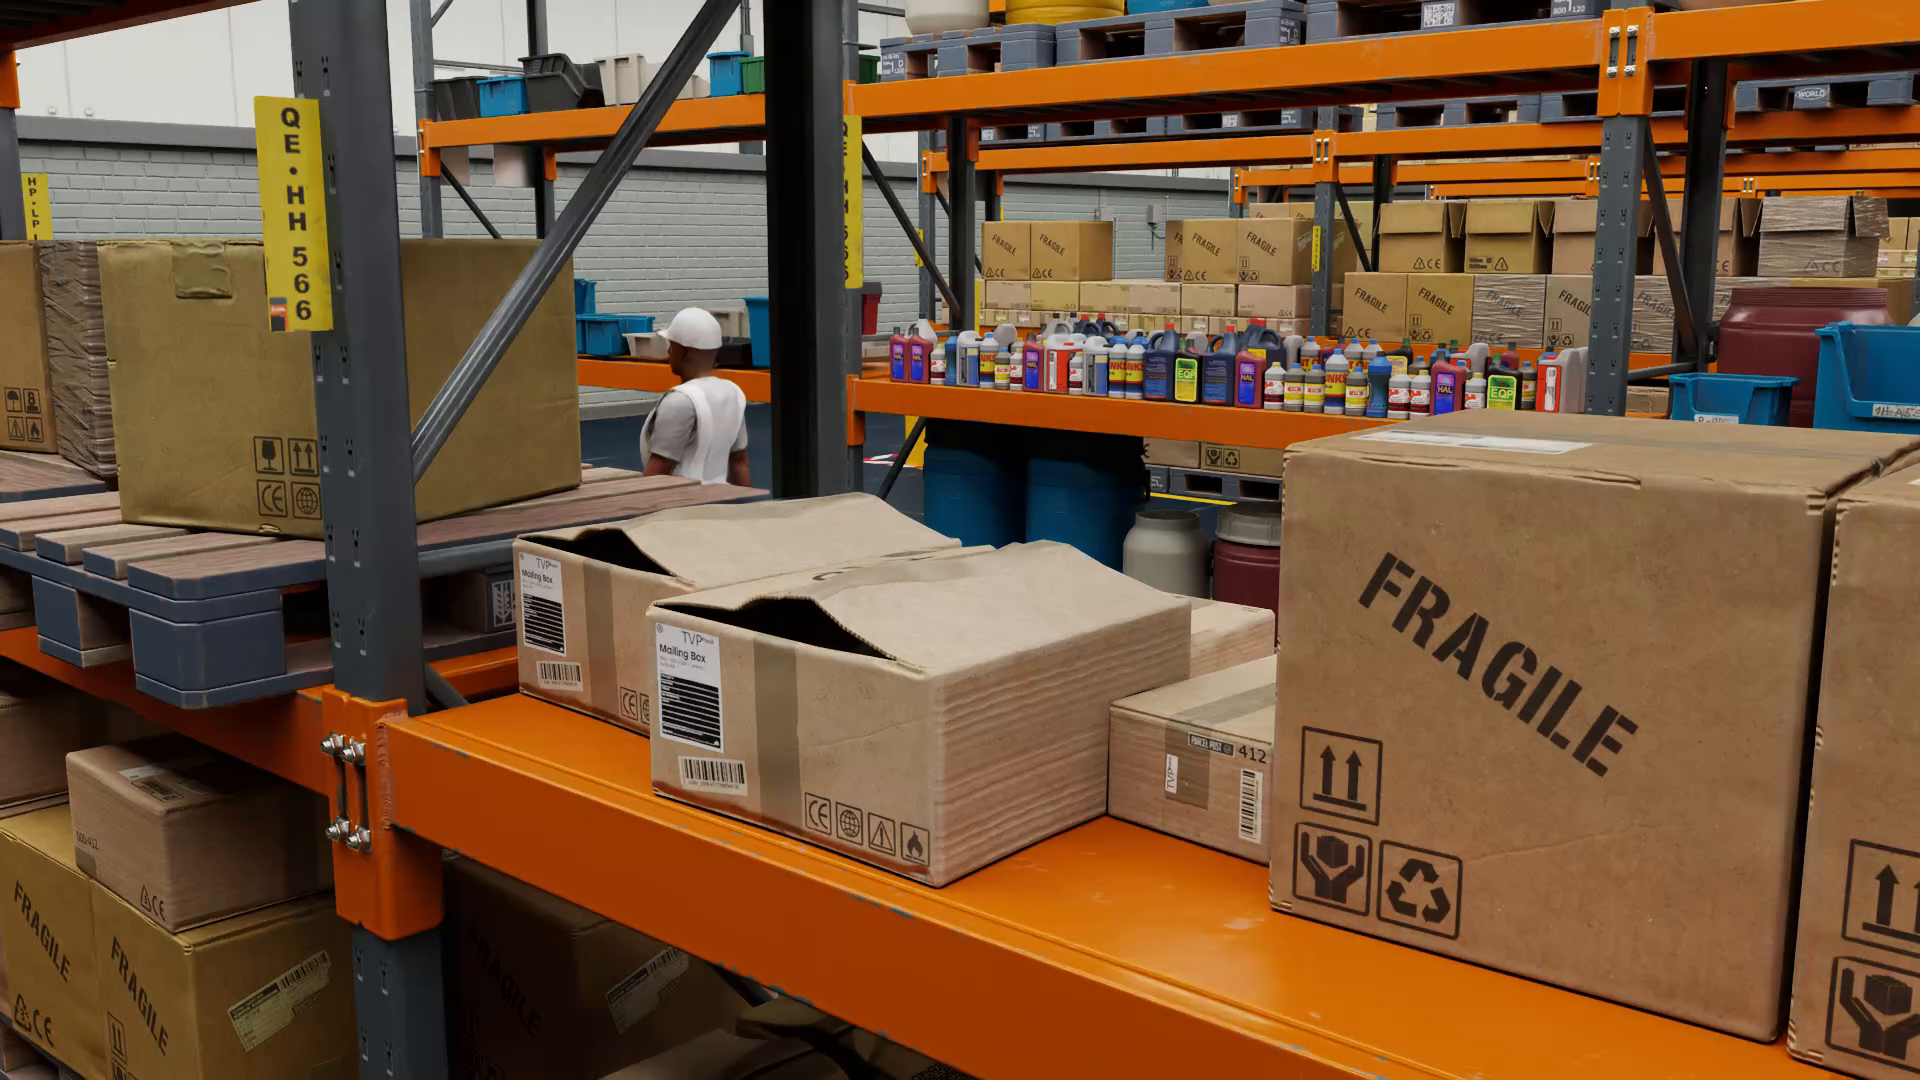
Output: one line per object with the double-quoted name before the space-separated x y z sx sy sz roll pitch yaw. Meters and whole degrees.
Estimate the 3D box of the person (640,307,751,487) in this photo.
"person" -1.135 -0.072 6.847 0.985 1.756 0.558 2 10 13
